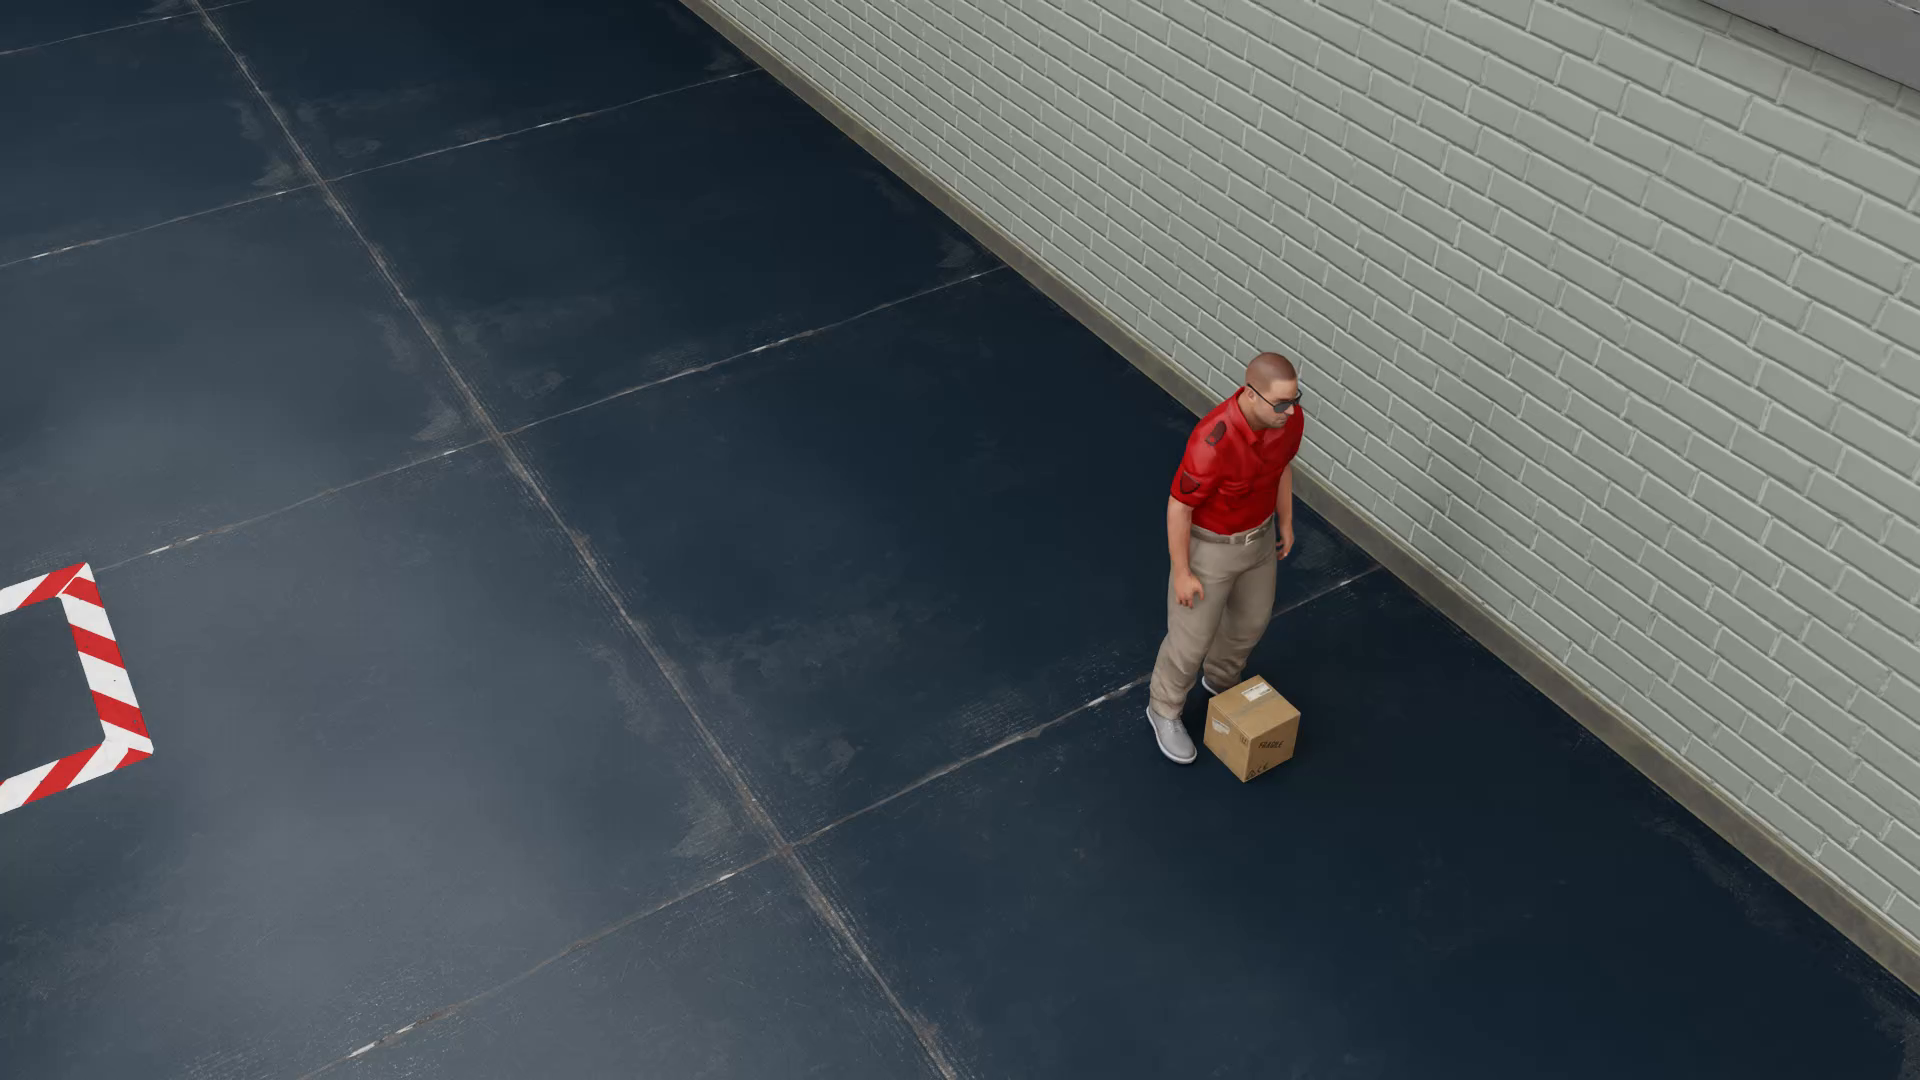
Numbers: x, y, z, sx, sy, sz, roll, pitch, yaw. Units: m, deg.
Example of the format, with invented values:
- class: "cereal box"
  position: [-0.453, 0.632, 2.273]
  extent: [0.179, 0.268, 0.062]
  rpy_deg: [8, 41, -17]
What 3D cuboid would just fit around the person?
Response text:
- class: "person"
  position: [0.994, 0.029, 6.133]
  extent: [0.606, 1.727, 0.389]
  rpy_deg: [-25, 46, -26]
